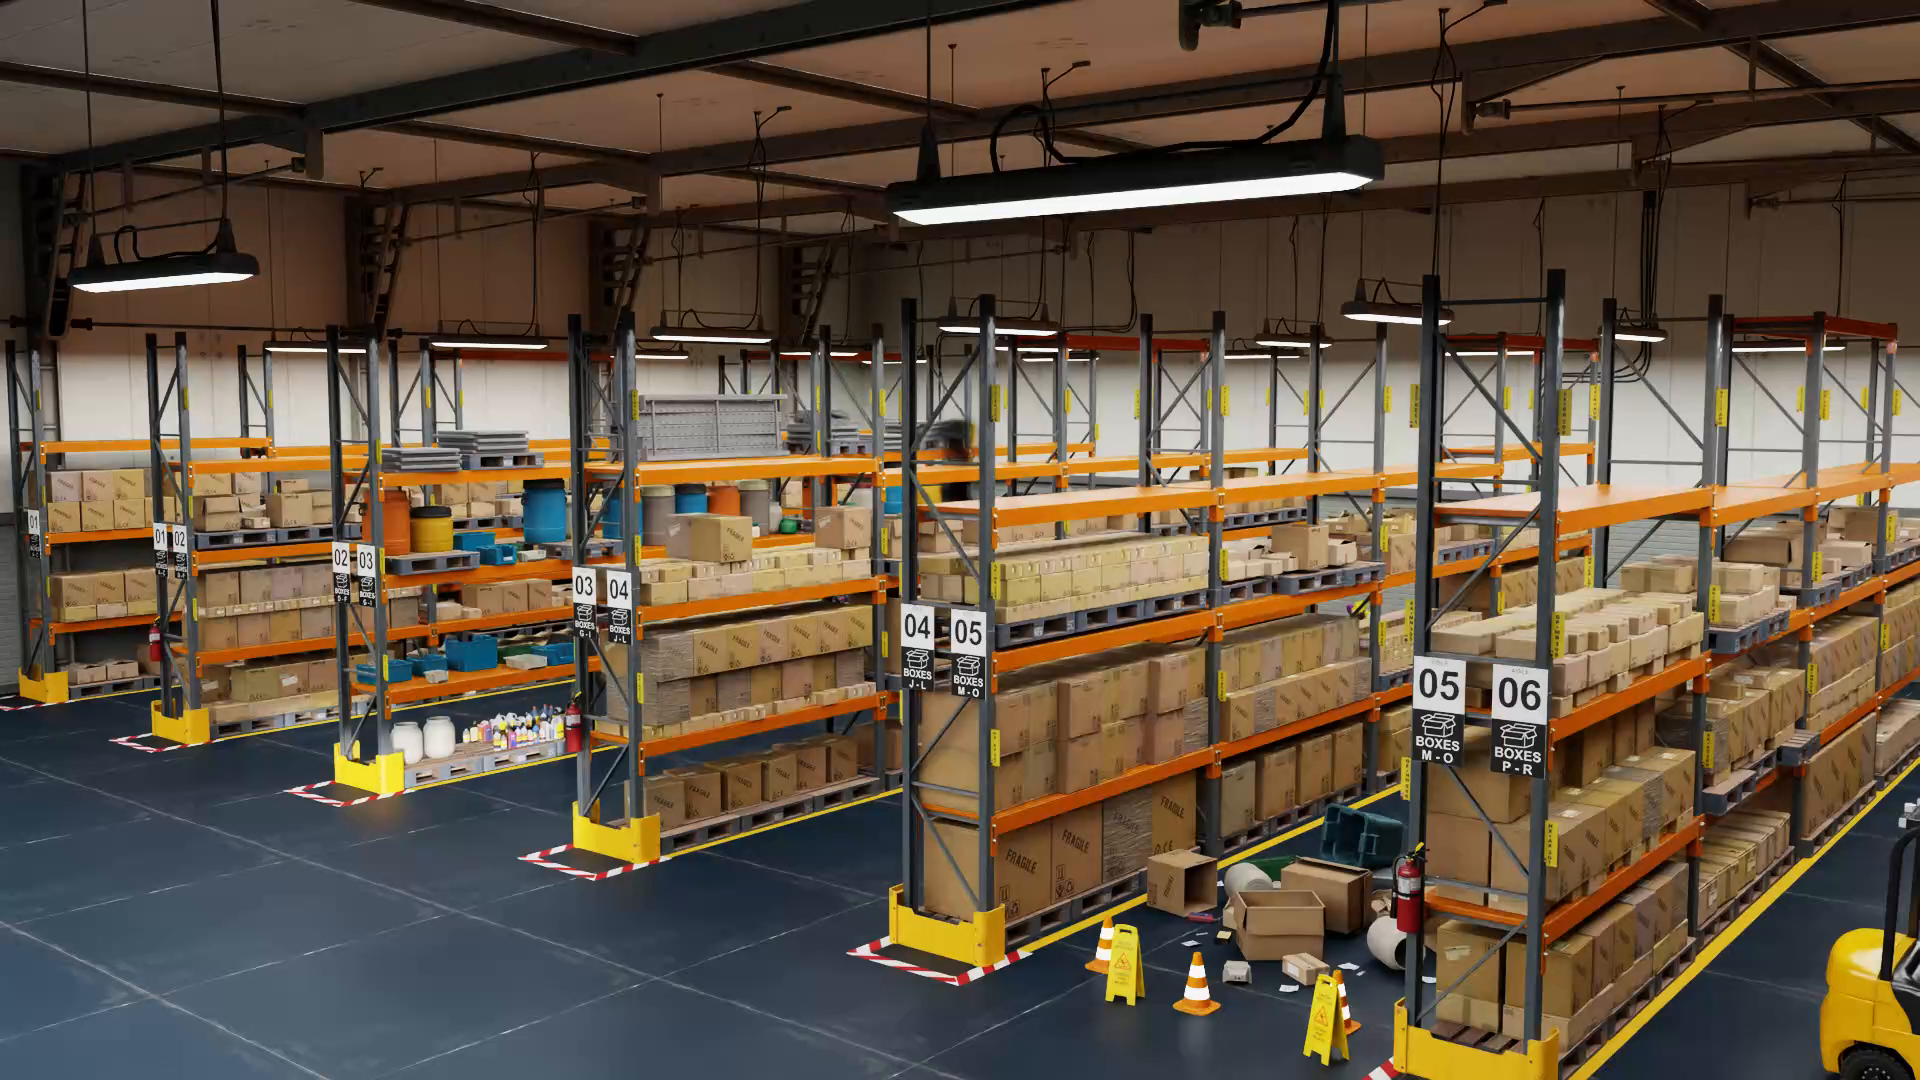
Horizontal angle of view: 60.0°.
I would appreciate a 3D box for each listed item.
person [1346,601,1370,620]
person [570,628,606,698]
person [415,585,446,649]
[{"bbox_3d":[7.181,1.761,29.743,0.725,1.443,1.062,4,6,34],"label":"person"},{"bbox_3d":[-5.709,1.973,26.025,0.688,1.714,0.860,2,6,23],"label":"person"},{"bbox_3d":[-9.658,1.593,30.357,0.740,1.693,0.925,1,5,10],"label":"person"}]
